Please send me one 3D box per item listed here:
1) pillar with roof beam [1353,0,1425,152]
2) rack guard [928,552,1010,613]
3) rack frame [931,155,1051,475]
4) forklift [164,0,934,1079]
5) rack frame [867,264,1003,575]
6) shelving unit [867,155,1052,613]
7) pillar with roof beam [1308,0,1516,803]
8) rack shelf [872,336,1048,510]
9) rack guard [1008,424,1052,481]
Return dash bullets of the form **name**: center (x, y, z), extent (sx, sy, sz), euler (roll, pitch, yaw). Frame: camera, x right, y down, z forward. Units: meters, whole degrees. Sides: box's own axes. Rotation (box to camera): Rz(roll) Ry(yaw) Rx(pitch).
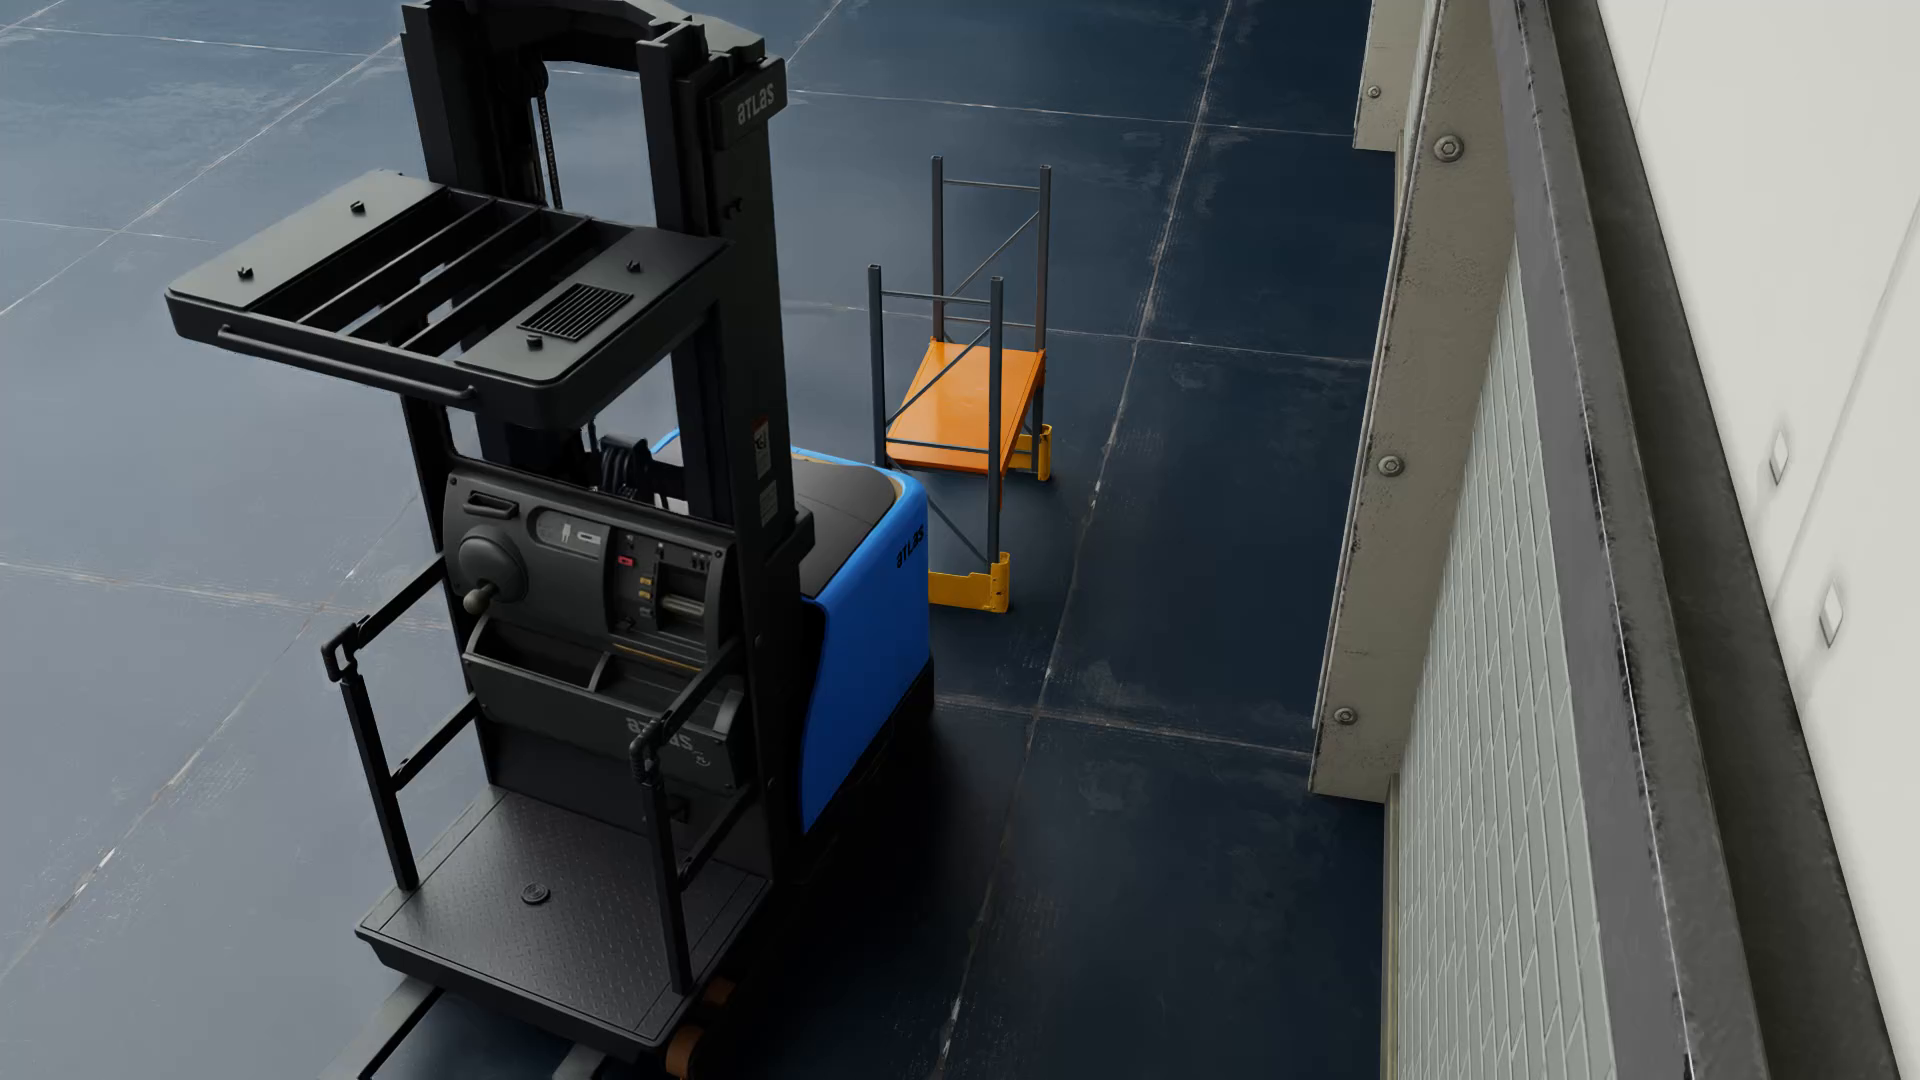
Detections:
- **pillar with roof beam**: center (-1.475, -6.810, 8.978), extent (9.100, 9.000, 0.400), euler (7, 37, 10)
- **rack guard**: center (-0.090, 0.141, 6.843), extent (0.587, 0.250, 0.087), euler (7, 37, 10)
- **rack frame**: center (0.127, -0.948, 7.279), extent (0.500, 1.500, 0.032), euler (7, 37, 10)
- **forklift**: center (-1.153, 0.147, 4.549), extent (1.130, 2.935, 3.031), euler (14, 38, 19)
- **rack frame**: center (-0.090, -0.365, 6.475), extent (0.500, 1.500, 0.032), euler (7, 37, 10)
- **shelving unit**: center (0.016, -0.651, 6.870), extent (0.587, 1.500, 1.083), euler (7, 37, 10)
- **pillar with roof beam**: center (-2.757, -3.370, 4.232), extent (9.100, 9.000, 0.400), euler (7, 37, 10)
- **rack shelf**: center (0.018, -0.511, 6.983), extent (0.538, 0.185, 1.000), euler (7, 37, 10)
- **rack guard**: center (0.123, -0.430, 7.631), extent (0.587, 0.250, 0.087), euler (7, 37, 10)
